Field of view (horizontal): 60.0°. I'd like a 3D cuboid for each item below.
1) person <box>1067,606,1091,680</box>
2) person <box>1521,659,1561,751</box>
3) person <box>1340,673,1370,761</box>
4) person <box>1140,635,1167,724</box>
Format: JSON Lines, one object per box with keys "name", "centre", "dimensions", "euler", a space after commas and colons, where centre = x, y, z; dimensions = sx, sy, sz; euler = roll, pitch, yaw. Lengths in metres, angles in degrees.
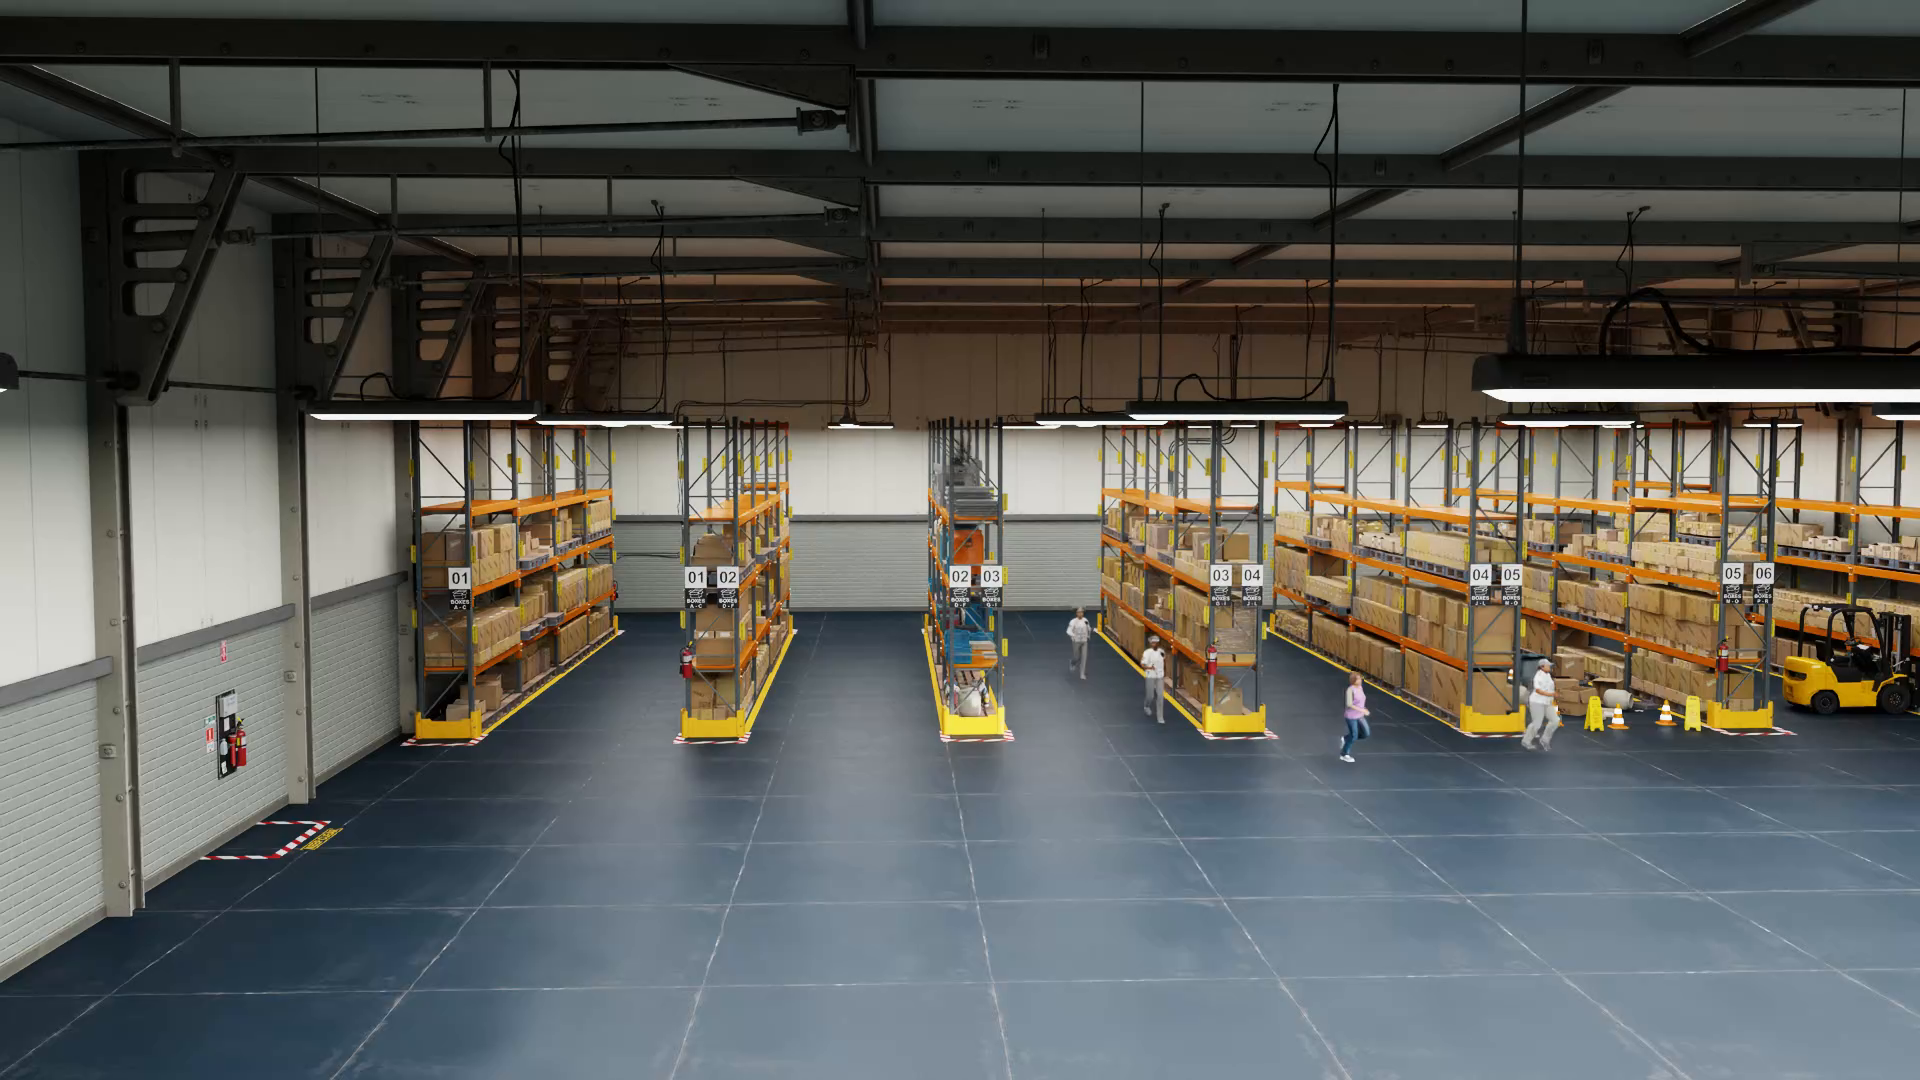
{"name": "person", "centre": [2.780, 2.364, 38.493], "dimensions": [0.618, 1.664, 0.890], "euler": [-1, 4, -14]}
{"name": "person", "centre": [10.433, 2.974, 29.772], "dimensions": [0.710, 1.725, 0.621], "euler": [3, 5, 42]}
{"name": "person", "centre": [6.871, 3.068, 28.789], "dimensions": [0.563, 1.554, 0.603], "euler": [-4, 5, -44]}
{"name": "person", "centre": [3.837, 2.719, 32.807], "dimensions": [0.579, 1.699, 0.923], "euler": [-1, 4, -10]}
